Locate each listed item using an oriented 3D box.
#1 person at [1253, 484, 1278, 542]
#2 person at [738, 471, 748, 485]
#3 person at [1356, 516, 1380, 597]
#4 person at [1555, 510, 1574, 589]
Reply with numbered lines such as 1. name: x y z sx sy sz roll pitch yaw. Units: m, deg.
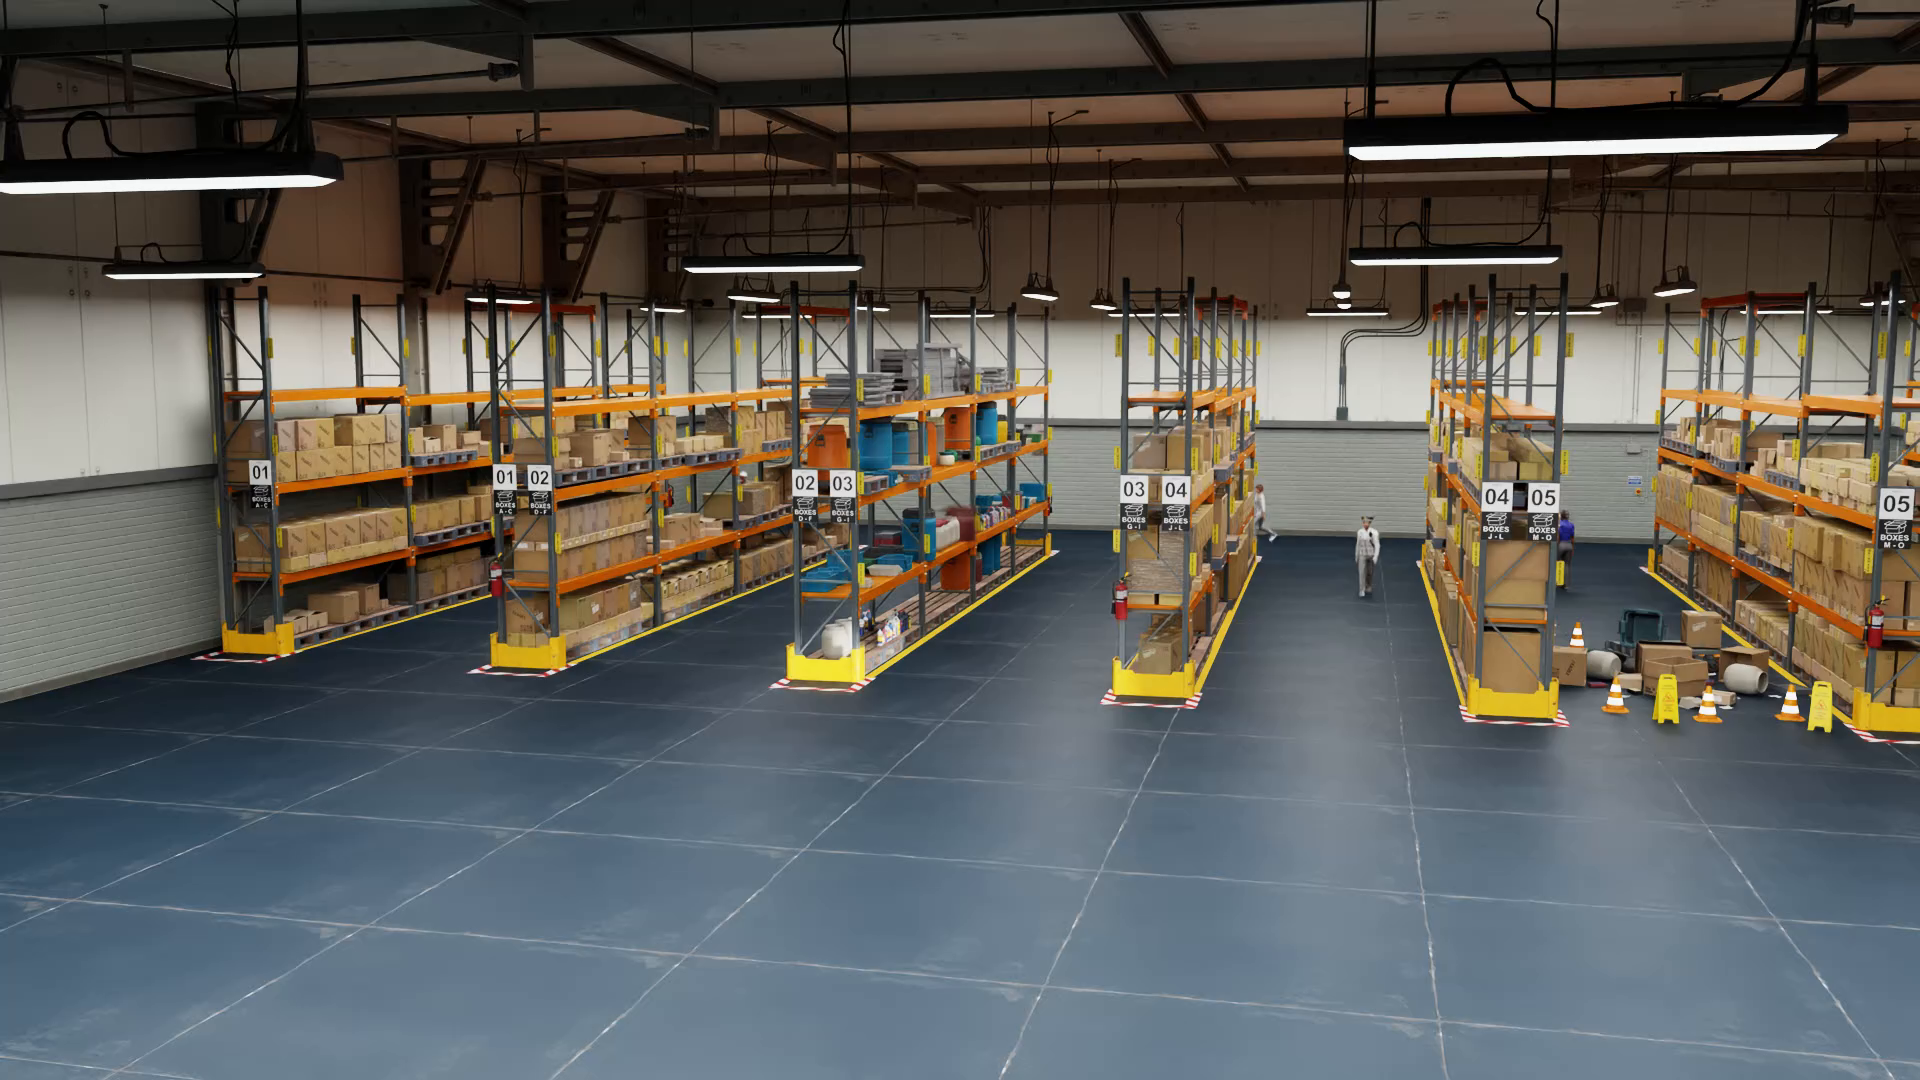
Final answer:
1. person: 7.688 -0.655 42.374 0.842 1.558 0.391 0 7 3
2. person: -5.846 -0.983 44.627 0.544 1.721 1.084 1 7 10
3. person: 8.278 0.306 33.720 0.473 1.614 1.042 2 7 14
4. person: 12.591 0.205 34.735 0.505 1.679 0.383 -2 7 -17
